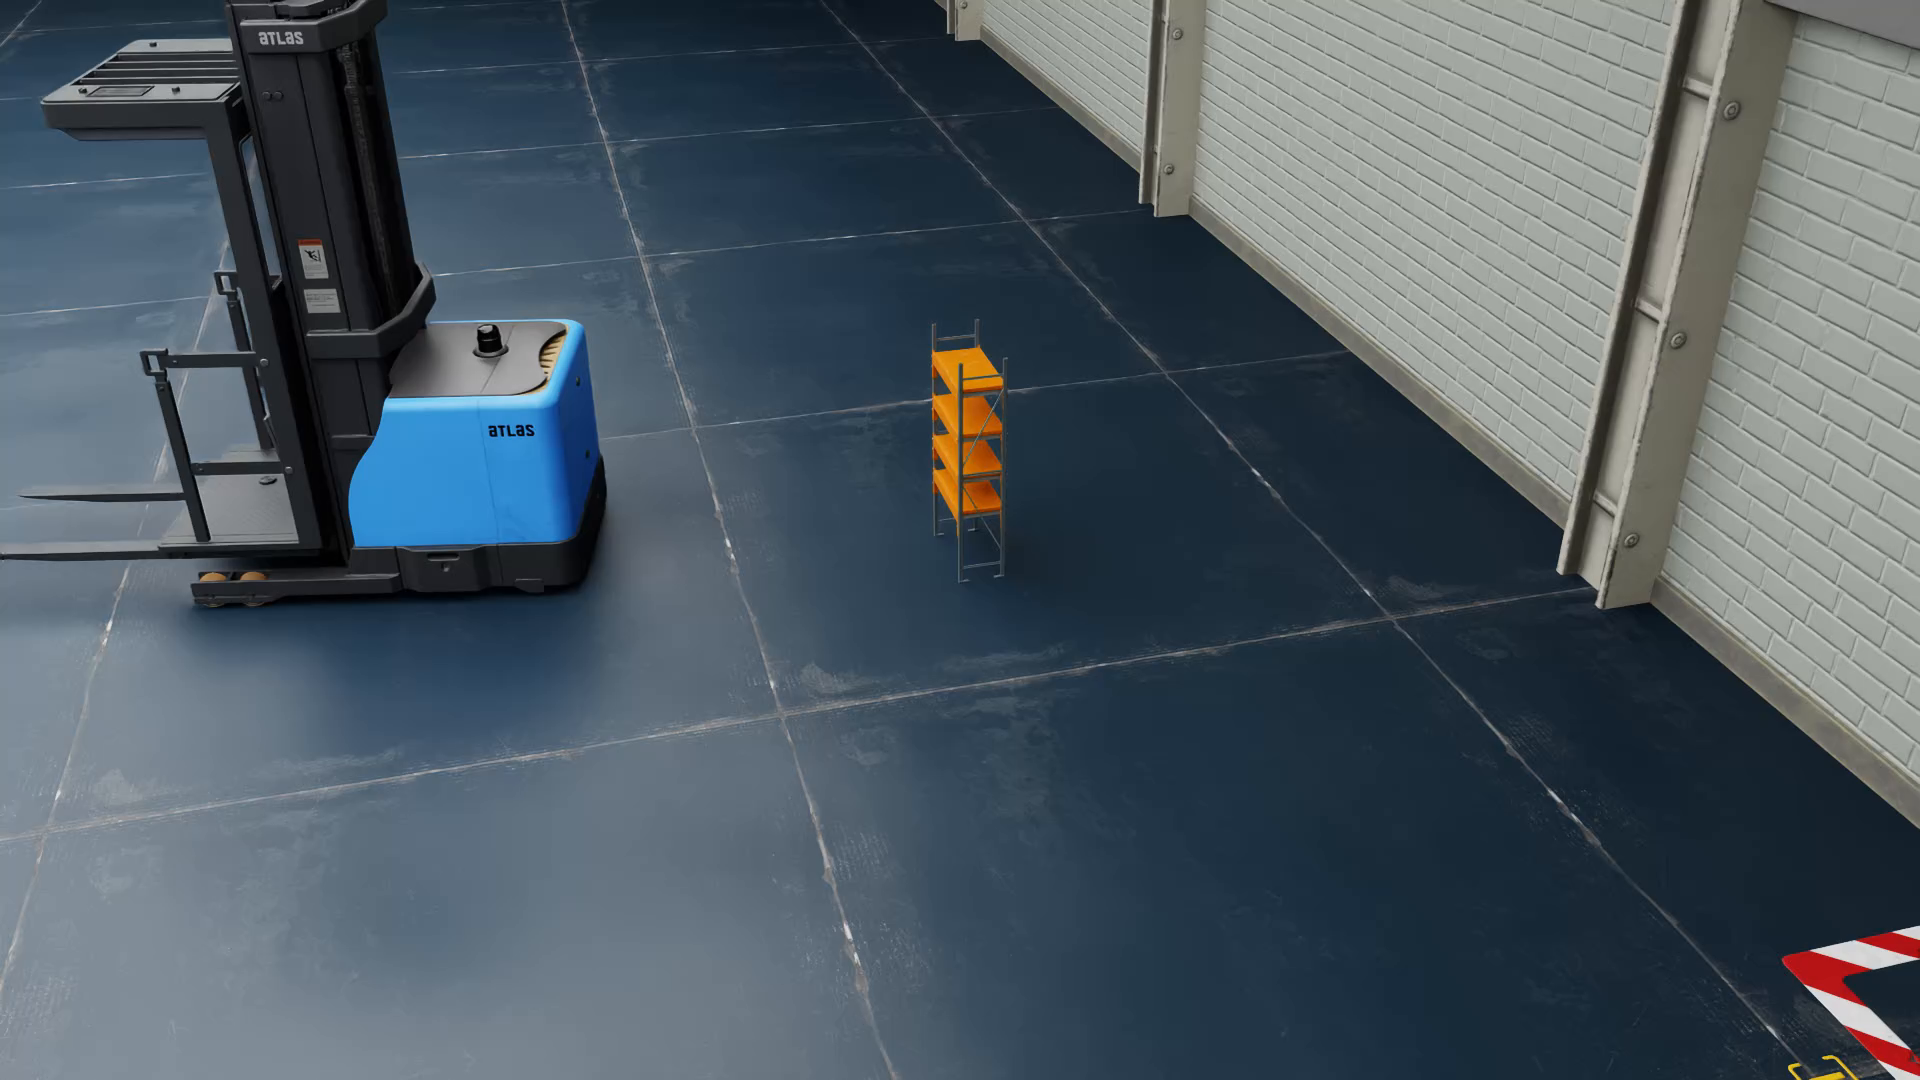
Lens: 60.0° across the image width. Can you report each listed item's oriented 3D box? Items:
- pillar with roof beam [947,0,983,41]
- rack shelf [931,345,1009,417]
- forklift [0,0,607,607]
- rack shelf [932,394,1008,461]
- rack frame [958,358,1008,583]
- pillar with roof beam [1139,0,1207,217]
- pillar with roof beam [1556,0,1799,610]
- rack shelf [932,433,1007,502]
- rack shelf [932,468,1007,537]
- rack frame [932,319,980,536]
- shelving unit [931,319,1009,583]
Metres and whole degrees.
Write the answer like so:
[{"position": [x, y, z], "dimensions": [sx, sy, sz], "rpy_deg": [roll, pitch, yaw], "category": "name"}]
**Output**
[{"position": [-4.094, -8.892, 15.129], "dimensions": [9.100, 9.000, 0.400], "rpy_deg": [-8, 31, -13], "category": "pillar with roof beam"}, {"position": [0.044, -0.779, 8.114], "dimensions": [0.258, 0.148, 0.480], "rpy_deg": [-8, 31, -13], "category": "rack shelf"}, {"position": [-3.412, -1.210, 7.915], "dimensions": [3.031, 2.935, 1.130], "rpy_deg": [-1, 30, -2], "category": "forklift"}, {"position": [0.044, -0.575, 8.233], "dimensions": [0.258, 0.148, 0.480], "rpy_deg": [-8, 31, -13], "category": "rack shelf"}, {"position": [0.109, -0.321, 8.108], "dimensions": [0.240, 1.200, 0.015], "rpy_deg": [-8, 31, -13], "category": "rack frame"}, {"position": [-2.502, -5.994, 10.123], "dimensions": [9.100, 9.000, 0.400], "rpy_deg": [-8, 31, -13], "category": "pillar with roof beam"}, {"position": [-0.909, -3.096, 5.116], "dimensions": [9.100, 9.000, 0.400], "rpy_deg": [-8, 31, -13], "category": "pillar with roof beam"}, {"position": [0.044, -0.381, 8.345], "dimensions": [0.258, 0.148, 0.480], "rpy_deg": [-8, 31, -13], "category": "rack shelf"}, {"position": [0.044, -0.209, 8.444], "dimensions": [0.258, 0.148, 0.480], "rpy_deg": [-8, 31, -13], "category": "rack shelf"}, {"position": [-0.021, -0.557, 8.515], "dimensions": [0.240, 1.200, 0.015], "rpy_deg": [-8, 31, -13], "category": "rack frame"}, {"position": [0.044, -0.439, 8.311], "dimensions": [0.258, 1.200, 0.503], "rpy_deg": [-8, 31, -13], "category": "shelving unit"}]
